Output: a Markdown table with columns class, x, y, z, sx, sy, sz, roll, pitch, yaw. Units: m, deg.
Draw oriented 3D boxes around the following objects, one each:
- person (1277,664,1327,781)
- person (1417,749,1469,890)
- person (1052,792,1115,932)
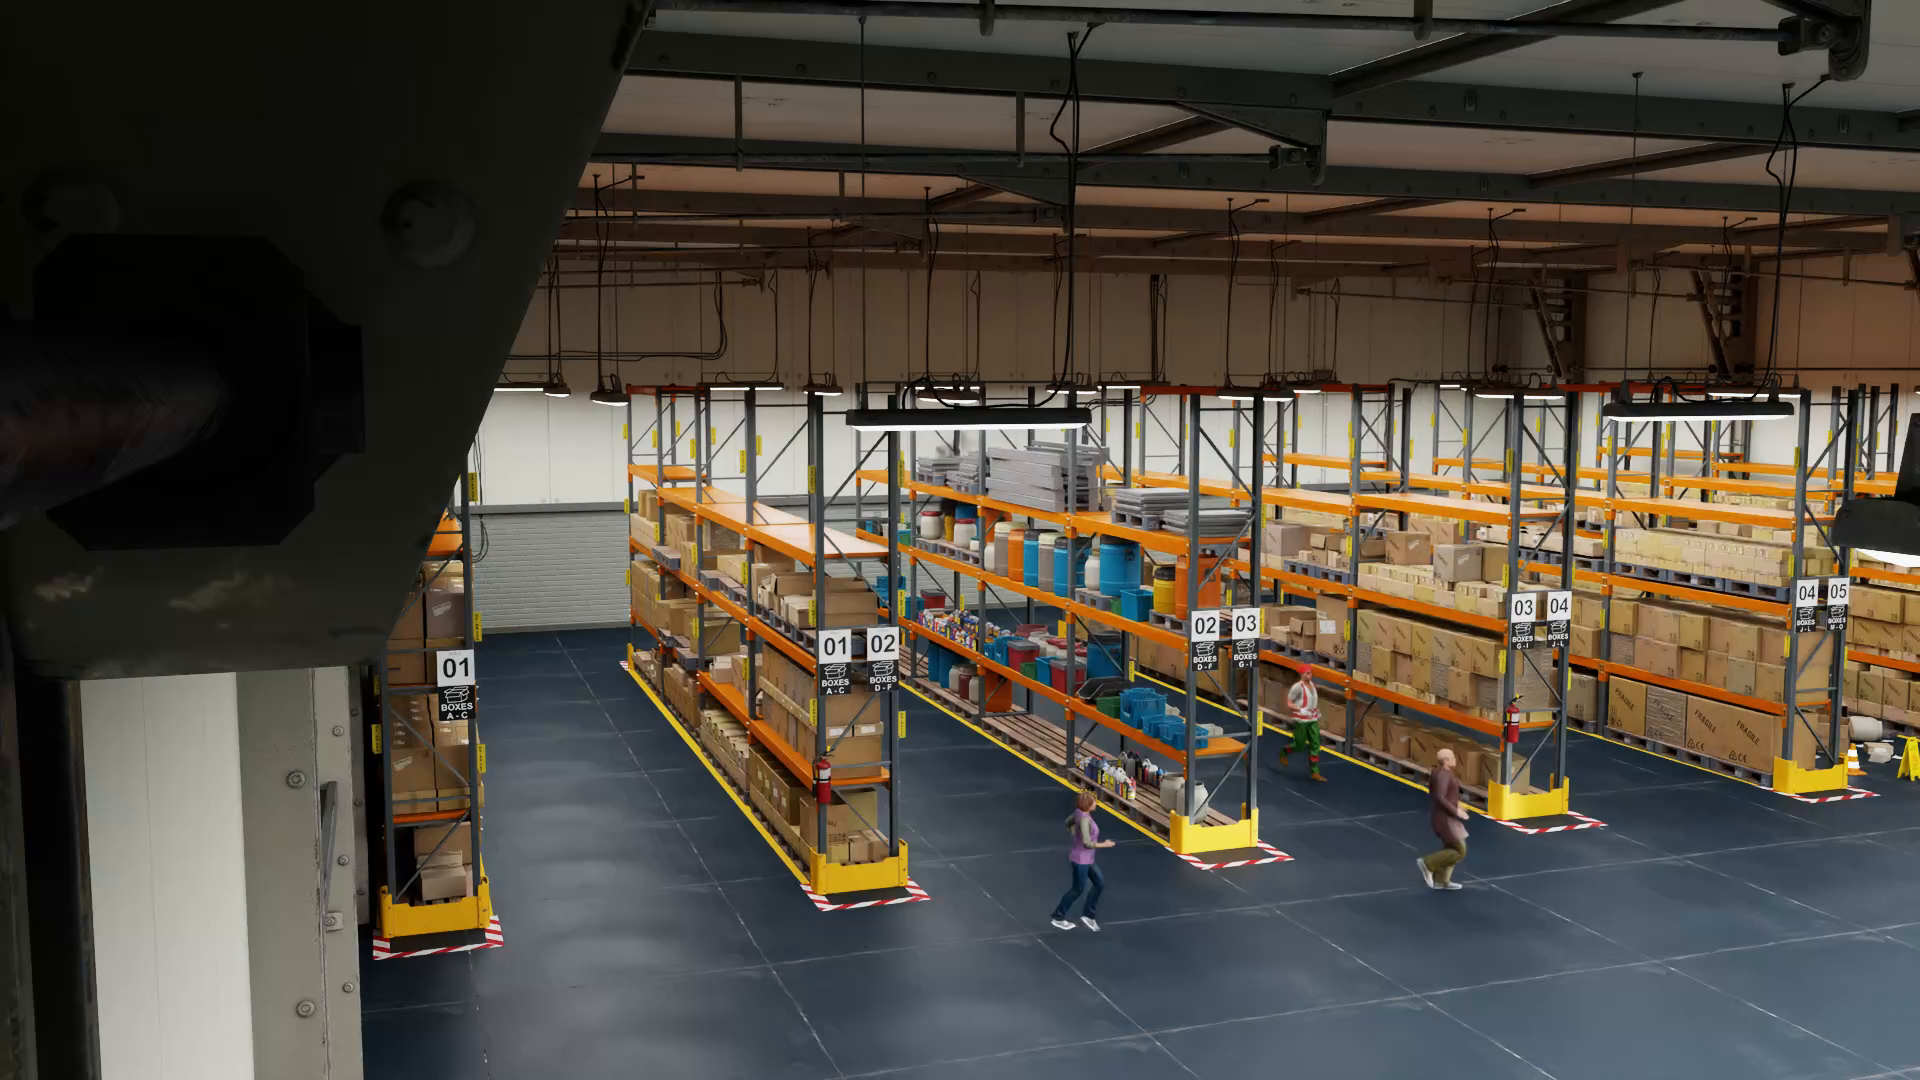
| class | x | y | z | sx | sy | sz | roll | pitch | yaw |
| --- | --- | --- | --- | --- | --- | --- | --- | --- | --- |
| person | 5.311 | 2.793 | 25.717 | 0.657 | 1.778 | 0.953 | -4 | 7 | -35 |
| person | 5.859 | 3.386 | 20.166 | 0.632 | 1.730 | 0.694 | 1 | 6 | 5 |
| person | 1.383 | 3.622 | 18.627 | 0.705 | 1.646 | 0.556 | 1 | 6 | 7 |
